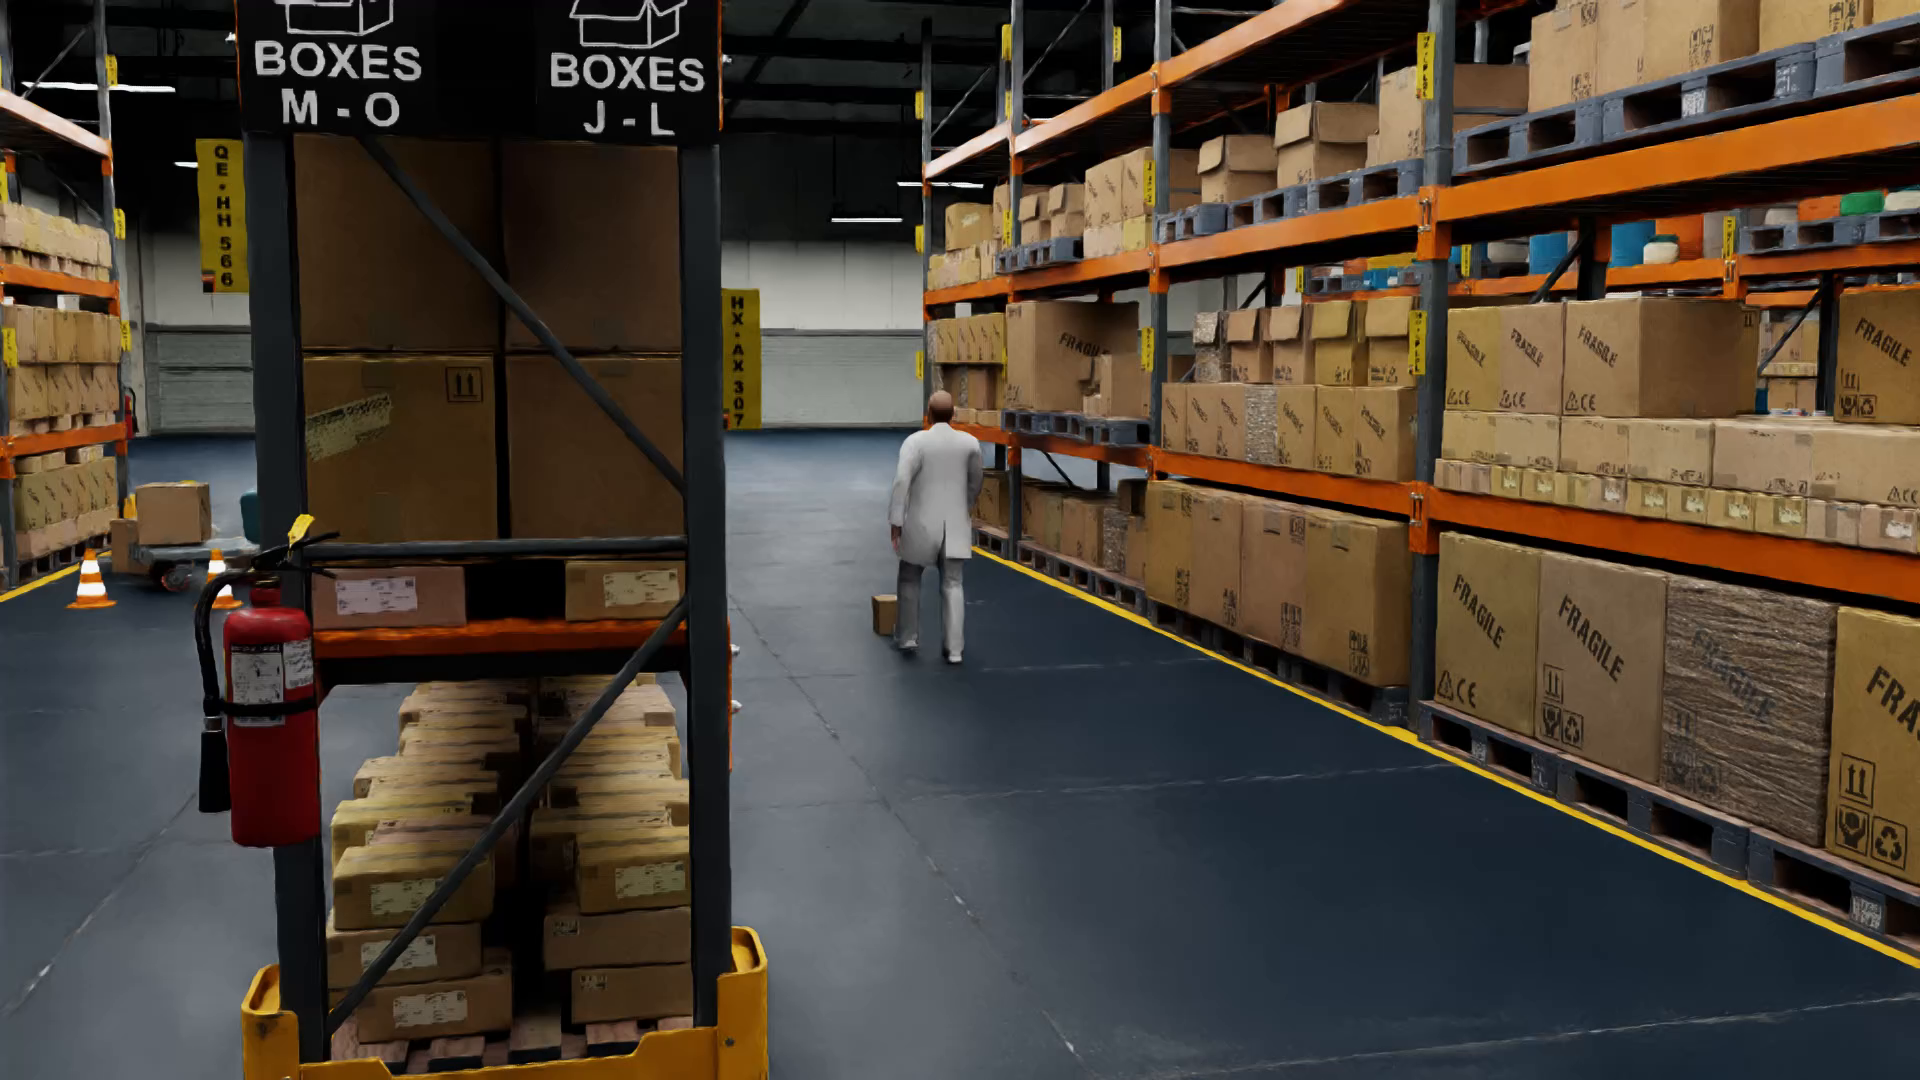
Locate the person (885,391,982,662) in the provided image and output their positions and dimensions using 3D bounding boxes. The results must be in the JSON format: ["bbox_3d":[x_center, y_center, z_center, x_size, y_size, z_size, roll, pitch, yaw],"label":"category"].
[{"bbox_3d":[-0.205,-0.113,11.035,0.672,1.752,0.919,-2,6,-16],"label":"person"}]
